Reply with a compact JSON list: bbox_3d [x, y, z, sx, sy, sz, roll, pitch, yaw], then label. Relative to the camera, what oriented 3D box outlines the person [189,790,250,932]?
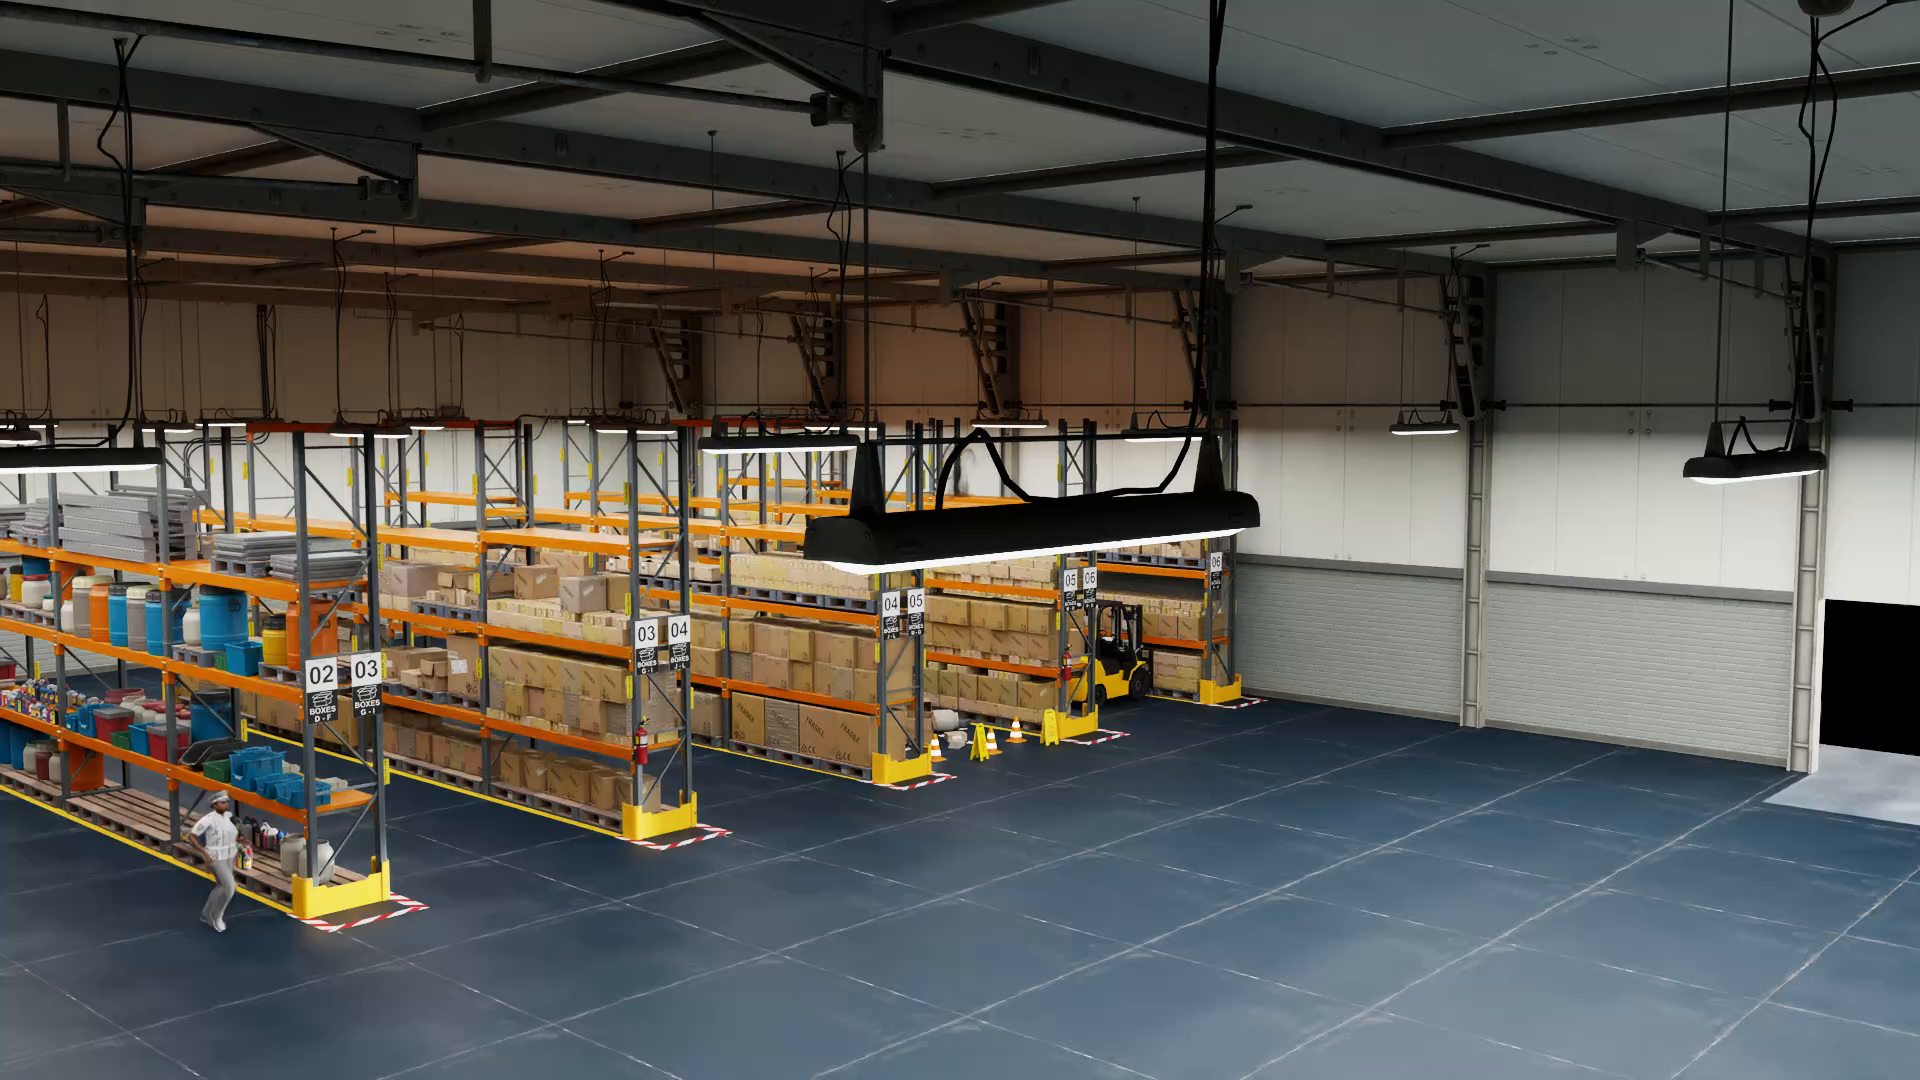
[{"bbox_3d":[-8.897,3.865,20.039,0.689,1.696,0.549,1,5,15],"label":"person"}]
